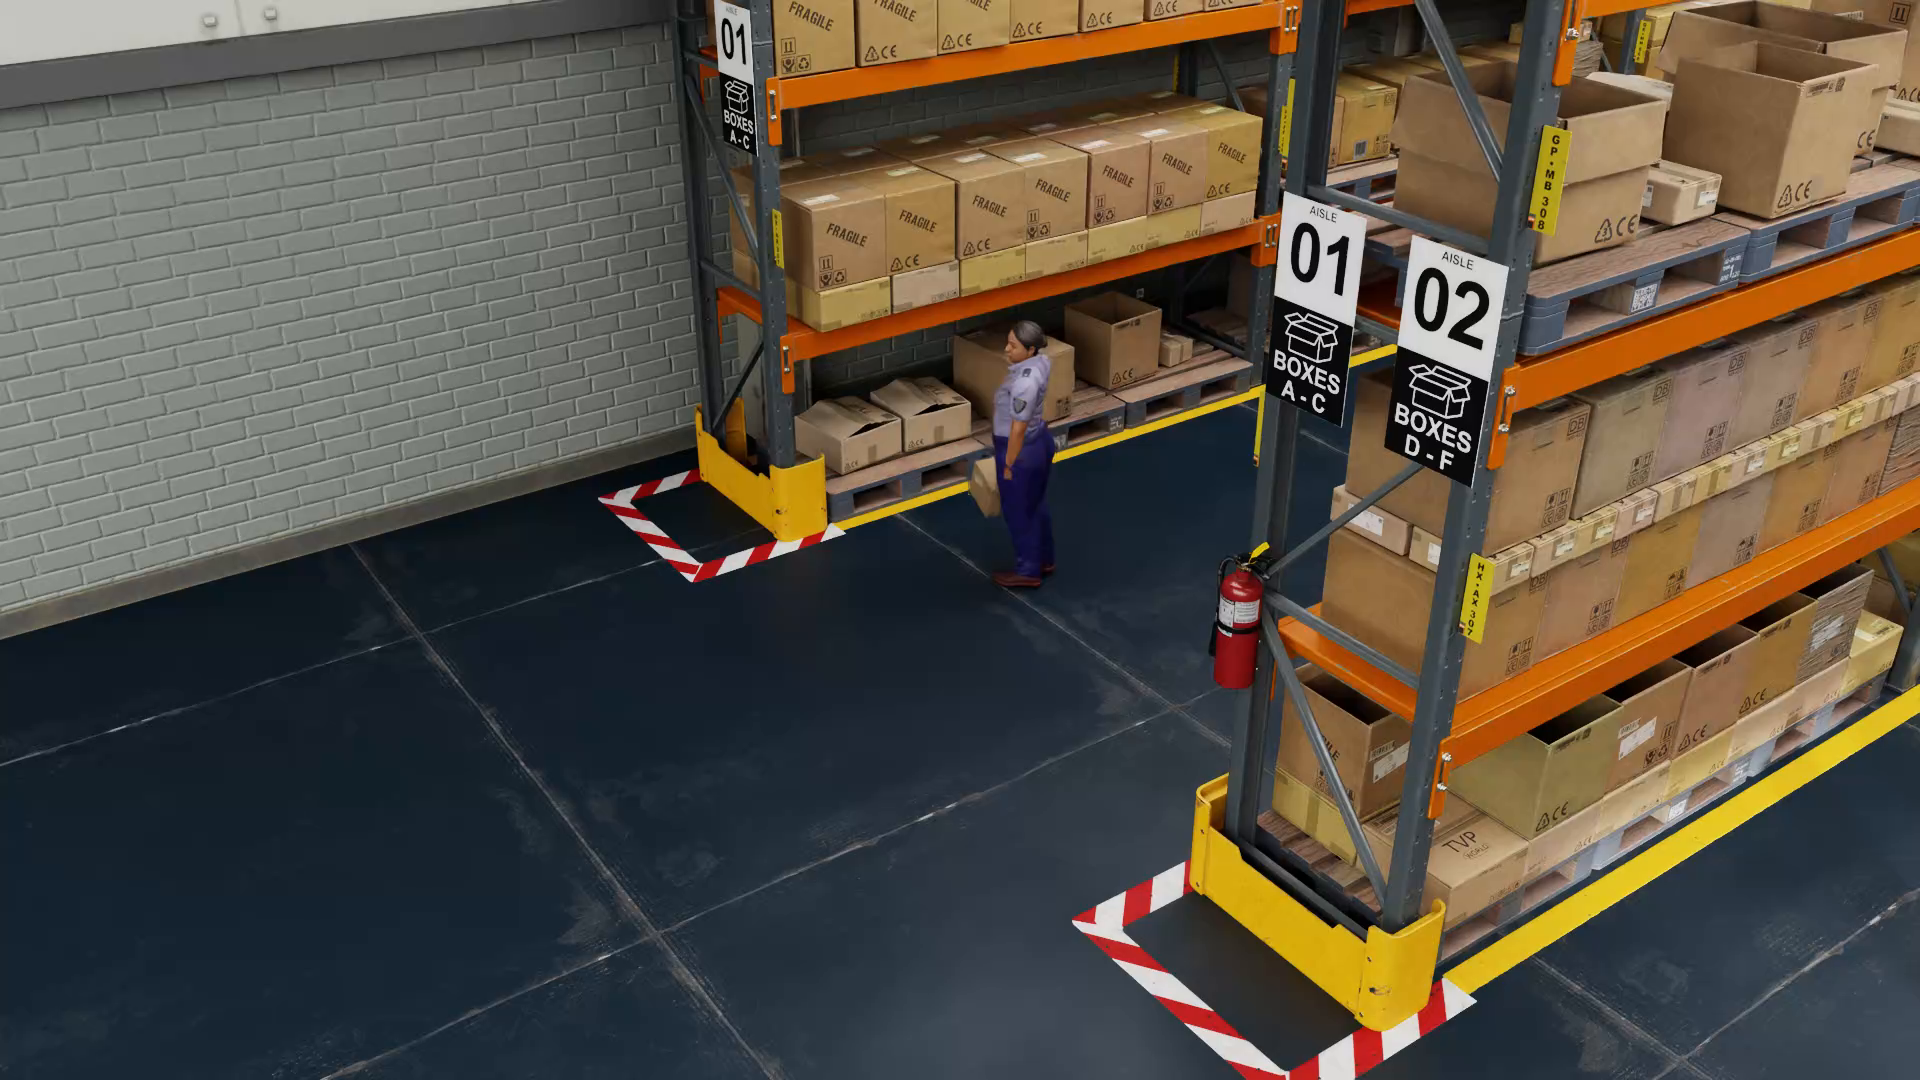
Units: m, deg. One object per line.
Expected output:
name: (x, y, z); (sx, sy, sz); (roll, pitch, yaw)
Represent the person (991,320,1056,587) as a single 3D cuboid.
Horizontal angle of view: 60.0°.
person: (0.369, -0.510, 9.541); (0.369, 1.656, 0.613); (9, 30, 17)
